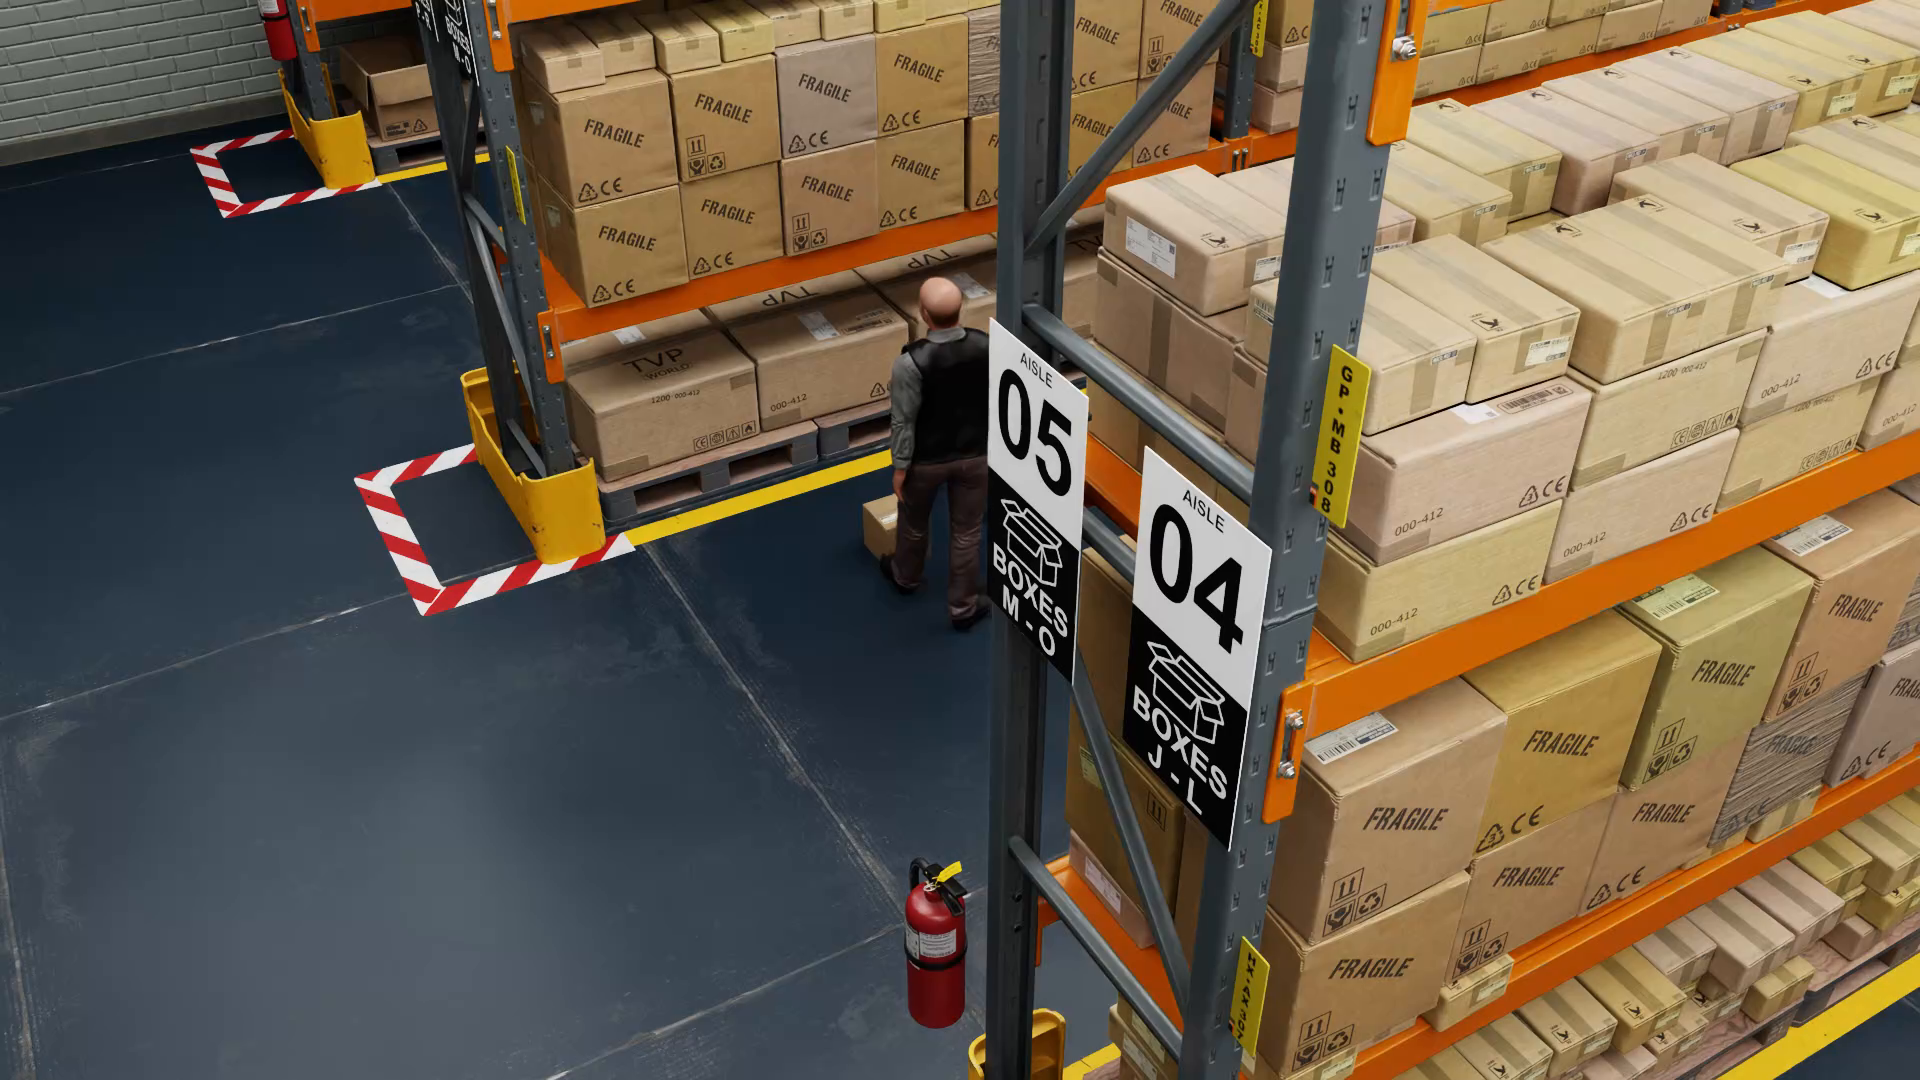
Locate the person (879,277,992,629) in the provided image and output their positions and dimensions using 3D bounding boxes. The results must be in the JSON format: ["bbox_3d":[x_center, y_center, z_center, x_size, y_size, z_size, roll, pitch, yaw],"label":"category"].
[{"bbox_3d":[-0.076,-0.432,7.526,0.552,1.716,0.636,-8,37,-11],"label":"person"}]
